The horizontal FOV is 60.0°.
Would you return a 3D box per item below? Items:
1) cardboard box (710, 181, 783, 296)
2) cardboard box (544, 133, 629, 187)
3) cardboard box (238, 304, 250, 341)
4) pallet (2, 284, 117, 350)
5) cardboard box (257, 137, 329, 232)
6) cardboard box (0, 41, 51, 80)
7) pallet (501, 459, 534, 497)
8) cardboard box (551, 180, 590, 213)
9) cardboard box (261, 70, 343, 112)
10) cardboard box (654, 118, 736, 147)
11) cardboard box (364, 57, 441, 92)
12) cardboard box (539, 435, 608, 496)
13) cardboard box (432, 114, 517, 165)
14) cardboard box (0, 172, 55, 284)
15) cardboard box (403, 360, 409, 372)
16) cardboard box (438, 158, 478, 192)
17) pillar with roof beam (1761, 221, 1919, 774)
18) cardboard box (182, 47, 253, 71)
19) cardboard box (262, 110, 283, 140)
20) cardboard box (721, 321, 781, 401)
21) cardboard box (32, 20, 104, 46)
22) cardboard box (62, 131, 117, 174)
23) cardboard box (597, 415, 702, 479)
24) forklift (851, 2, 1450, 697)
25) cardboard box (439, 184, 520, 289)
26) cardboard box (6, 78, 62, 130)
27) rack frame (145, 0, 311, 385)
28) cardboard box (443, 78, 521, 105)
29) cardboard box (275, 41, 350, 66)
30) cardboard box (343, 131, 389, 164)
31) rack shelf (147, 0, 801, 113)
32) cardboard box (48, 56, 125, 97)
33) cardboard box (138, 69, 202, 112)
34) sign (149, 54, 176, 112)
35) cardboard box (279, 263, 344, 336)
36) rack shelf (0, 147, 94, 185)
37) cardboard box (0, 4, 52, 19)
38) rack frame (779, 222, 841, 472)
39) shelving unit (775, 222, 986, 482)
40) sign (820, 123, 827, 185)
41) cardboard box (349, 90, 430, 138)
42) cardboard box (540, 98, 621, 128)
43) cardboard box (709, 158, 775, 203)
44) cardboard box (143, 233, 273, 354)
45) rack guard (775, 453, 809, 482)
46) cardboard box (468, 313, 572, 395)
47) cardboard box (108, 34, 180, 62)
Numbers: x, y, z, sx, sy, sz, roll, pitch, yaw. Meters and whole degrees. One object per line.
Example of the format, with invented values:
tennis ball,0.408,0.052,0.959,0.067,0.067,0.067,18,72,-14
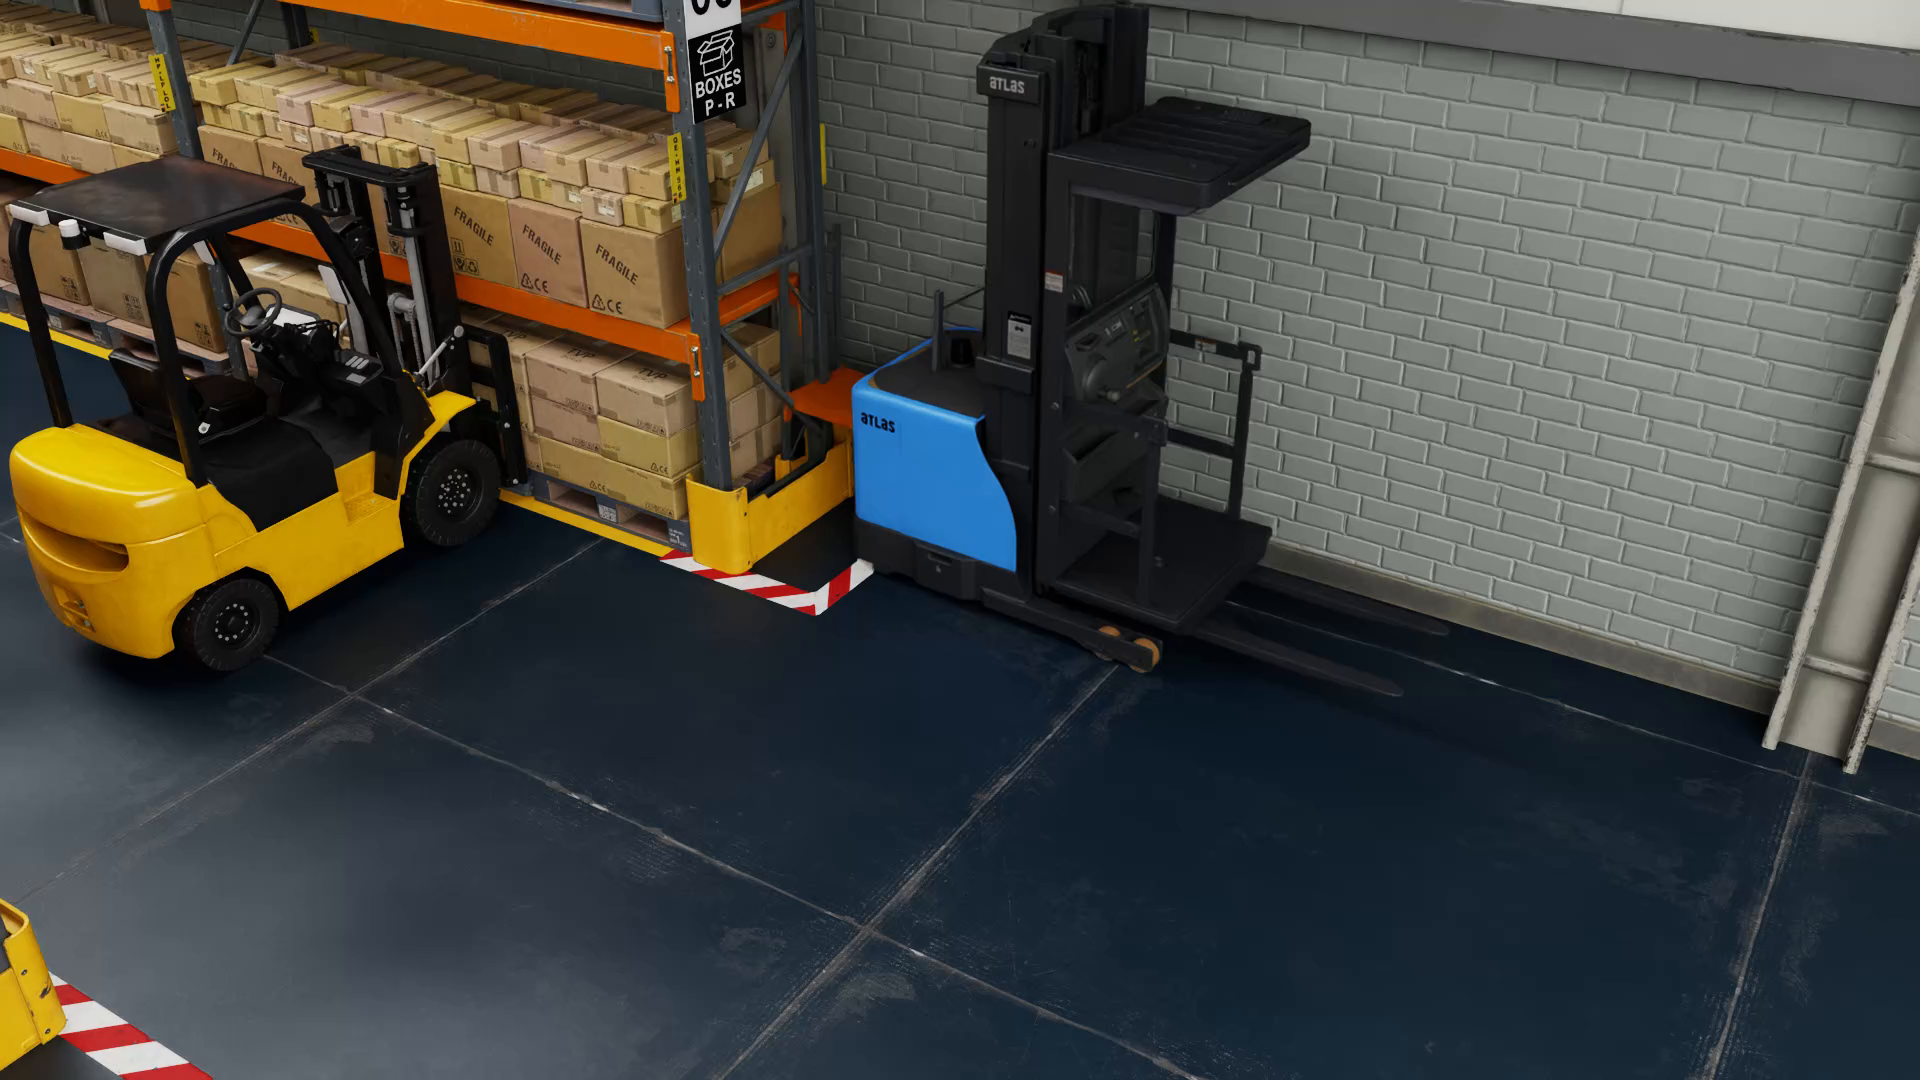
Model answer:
cardboard box,-1.319,-1.693,9.076,0.500,0.500,0.500,19,35,29
cardboard box,-1.924,-1.968,8.608,0.250,0.149,0.380,18,35,28
cardboard box,-4.189,-1.418,10.521,0.500,0.250,0.500,17,34,27
pallet,-6.117,-1.773,12.079,1.213,0.211,1.003,18,35,27
cardboard box,-3.748,-2.151,9.860,0.500,0.500,0.500,18,35,28
cardboard box,-6.206,-3.158,10.943,0.250,0.149,0.380,17,34,26
pallet,-2.746,-0.708,10.255,1.213,0.211,1.003,18,35,27
cardboard box,-1.909,-1.847,8.696,0.250,0.149,0.380,18,35,28
cardboard box,-3.832,-2.614,9.716,0.250,0.149,0.380,17,34,26
cardboard box,-1.410,-2.130,8.885,0.250,0.149,0.380,19,35,29
cardboard box,-3.337,-2.775,9.992,0.250,0.149,0.380,17,34,26
cardboard box,-2.029,-0.521,9.478,0.500,0.250,0.500,18,35,27
cardboard box,-2.596,-2.156,8.930,0.250,0.149,0.380,18,35,28
cardboard box,-6.744,-2.353,12.246,0.625,0.625,0.875,19,35,29
cardboard box,-2.914,-1.009,9.819,0.500,0.250,0.500,17,35,27
cardboard box,-2.589,-2.028,9.007,0.250,0.149,0.380,18,35,28
pillar with roof beam,1.636,-1.116,2.233,0.400,9.000,9.100,18,35,27
cardboard box,-4.818,-3.073,10.799,0.250,0.149,0.380,16,34,26
cardboard box,-3.849,-2.469,9.763,0.250,0.149,0.380,17,35,27
cardboard box,-1.353,-1.034,9.365,0.500,0.250,0.500,17,34,27
cardboard box,-6.129,-3.461,11.463,0.250,0.149,0.380,19,35,29
cardboard box,-5.429,-2.561,10.812,0.500,0.250,0.500,17,34,27
cardboard box,-1.625,-0.605,9.126,0.500,0.250,0.500,17,34,27
forklift,0.935,-0.923,7.924,3.031,2.935,1.130,19,35,29
cardboard box,-2.472,-1.742,9.159,0.500,0.500,0.500,17,34,26
cardboard box,-5.856,-2.918,10.928,0.500,0.250,0.500,18,35,28
rack frame,-4.435,-2.470,10.507,0.127,3.000,1.000,18,35,27
cardboard box,-2.738,-2.527,9.567,0.250,0.149,0.380,19,35,29
cardboard box,-4.004,-2.965,10.318,0.250,0.149,0.380,18,35,27
cardboard box,-3.236,-2.241,9.371,0.250,0.149,0.380,16,34,26
rack shelf,-2.741,-2.919,9.014,4.000,0.370,1.077,18,35,27
cardboard box,-5.543,-2.954,10.593,0.250,0.149,0.380,16,34,26
cardboard box,-4.842,-2.790,10.313,0.250,0.149,0.380,19,35,29
sign,-4.715,-2.702,9.834,0.005,0.325,0.100,18,35,27
cardboard box,-3.764,-1.491,10.149,0.500,0.250,0.500,18,35,27
rack shelf,-6.129,-2.695,11.607,4.000,0.370,1.077,18,35,27
cardboard box,-6.726,-3.711,11.891,0.250,0.149,0.380,17,34,26
rack frame,-0.838,-1.003,9.374,0.032,1.500,0.500,21,34,29
shelving unit,-0.428,-0.849,9.134,1.083,1.500,0.587,21,34,29
sign,-0.747,-2.042,8.836,0.005,0.325,0.100,18,35,27
cardboard box,-3.189,-2.399,9.347,0.250,0.149,0.380,17,34,27
cardboard box,-2.091,-2.313,9.200,0.250,0.149,0.380,19,35,29
cardboard box,-1.196,-1.924,8.827,0.250,0.149,0.380,17,34,26
cardboard box,-4.882,-1.761,11.231,0.625,0.625,0.875,19,35,29
rack guard,-0.862,-0.460,9.681,0.087,0.250,0.587,21,34,29
cardboard box,-2.471,-1.080,9.444,0.500,0.250,0.500,18,35,28
cardboard box,-5.453,-3.278,11.149,0.250,0.149,0.380,18,35,27
